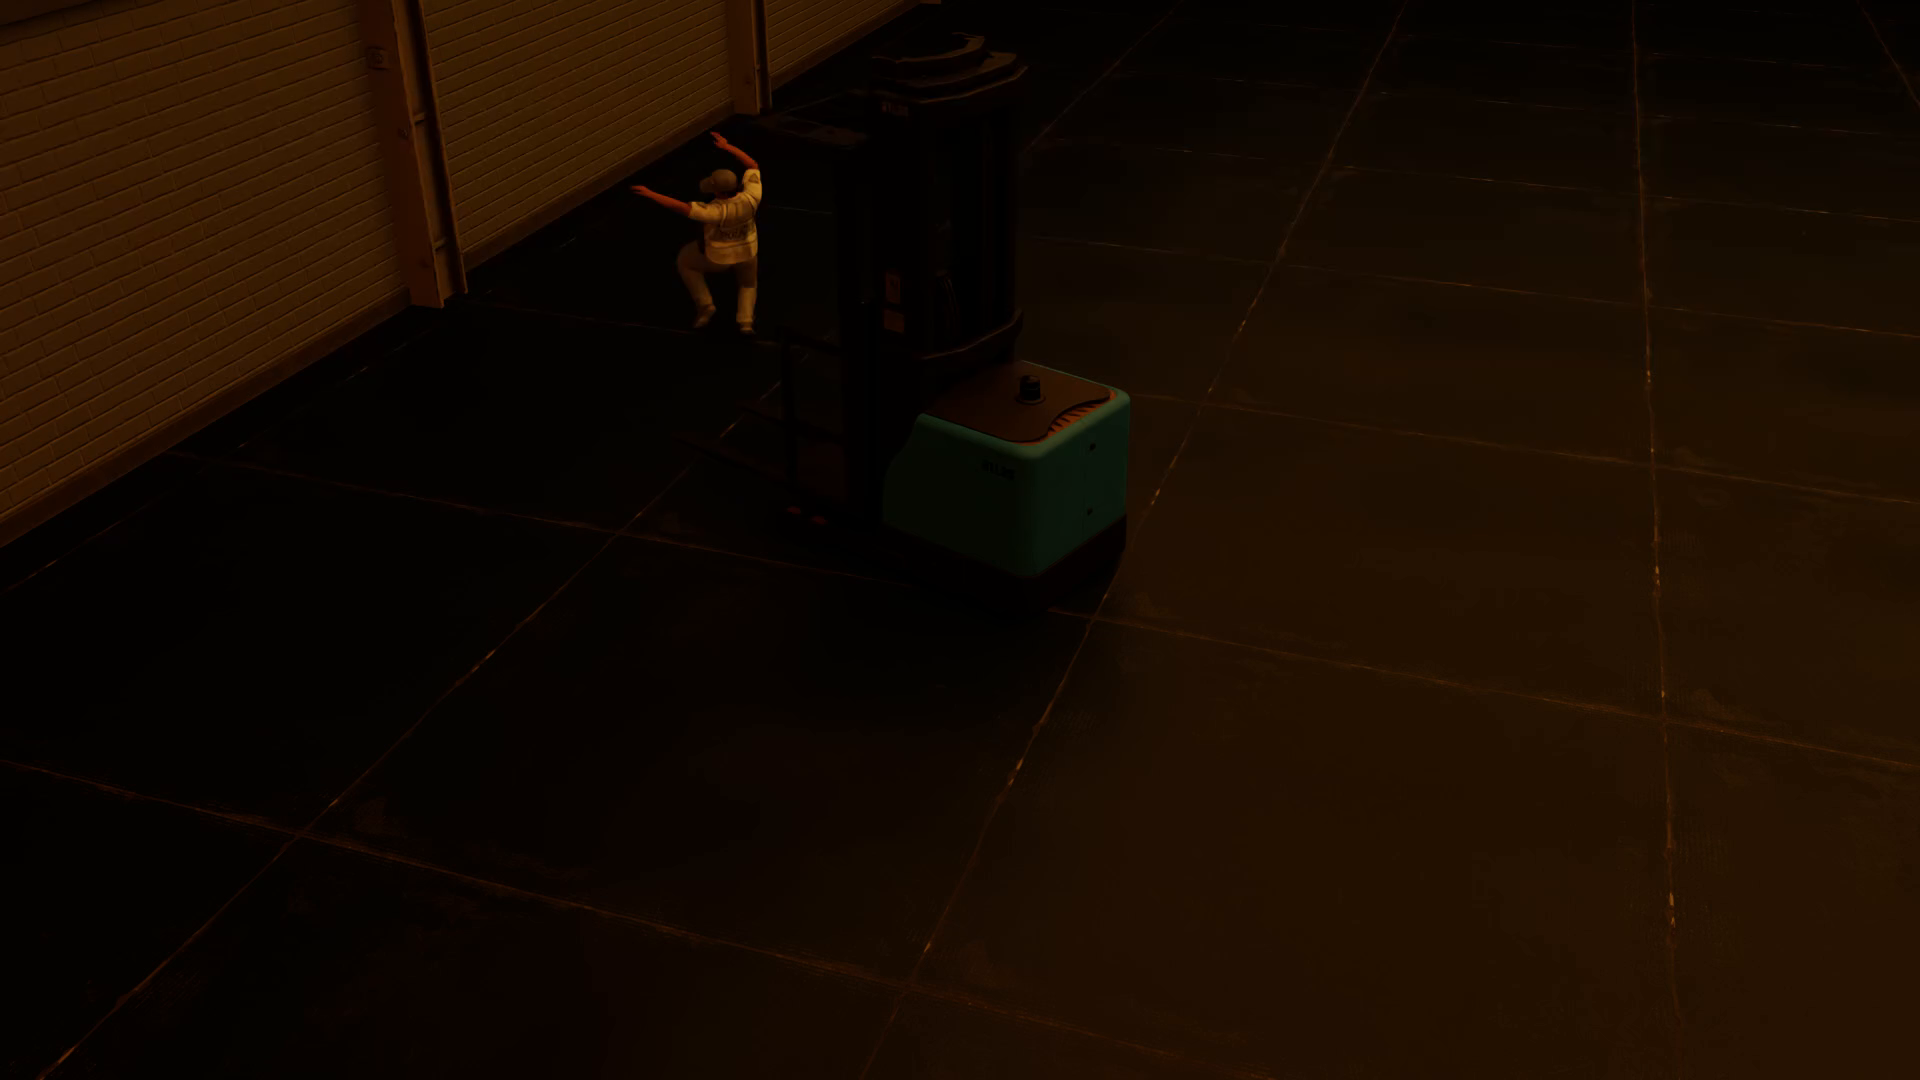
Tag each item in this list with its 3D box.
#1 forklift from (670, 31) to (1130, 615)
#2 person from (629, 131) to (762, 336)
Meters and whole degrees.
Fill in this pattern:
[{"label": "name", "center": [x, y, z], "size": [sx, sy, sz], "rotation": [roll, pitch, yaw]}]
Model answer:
[{"label": "forklift", "center": [-0.495, -1.439, 9.661], "size": [3.031, 2.935, 1.130], "rotation": [21, 36, 32]}, {"label": "person", "center": [-1.989, -2.255, 12.533], "size": [1.026, 1.569, 0.782], "rotation": [-12, 32, -20]}]
